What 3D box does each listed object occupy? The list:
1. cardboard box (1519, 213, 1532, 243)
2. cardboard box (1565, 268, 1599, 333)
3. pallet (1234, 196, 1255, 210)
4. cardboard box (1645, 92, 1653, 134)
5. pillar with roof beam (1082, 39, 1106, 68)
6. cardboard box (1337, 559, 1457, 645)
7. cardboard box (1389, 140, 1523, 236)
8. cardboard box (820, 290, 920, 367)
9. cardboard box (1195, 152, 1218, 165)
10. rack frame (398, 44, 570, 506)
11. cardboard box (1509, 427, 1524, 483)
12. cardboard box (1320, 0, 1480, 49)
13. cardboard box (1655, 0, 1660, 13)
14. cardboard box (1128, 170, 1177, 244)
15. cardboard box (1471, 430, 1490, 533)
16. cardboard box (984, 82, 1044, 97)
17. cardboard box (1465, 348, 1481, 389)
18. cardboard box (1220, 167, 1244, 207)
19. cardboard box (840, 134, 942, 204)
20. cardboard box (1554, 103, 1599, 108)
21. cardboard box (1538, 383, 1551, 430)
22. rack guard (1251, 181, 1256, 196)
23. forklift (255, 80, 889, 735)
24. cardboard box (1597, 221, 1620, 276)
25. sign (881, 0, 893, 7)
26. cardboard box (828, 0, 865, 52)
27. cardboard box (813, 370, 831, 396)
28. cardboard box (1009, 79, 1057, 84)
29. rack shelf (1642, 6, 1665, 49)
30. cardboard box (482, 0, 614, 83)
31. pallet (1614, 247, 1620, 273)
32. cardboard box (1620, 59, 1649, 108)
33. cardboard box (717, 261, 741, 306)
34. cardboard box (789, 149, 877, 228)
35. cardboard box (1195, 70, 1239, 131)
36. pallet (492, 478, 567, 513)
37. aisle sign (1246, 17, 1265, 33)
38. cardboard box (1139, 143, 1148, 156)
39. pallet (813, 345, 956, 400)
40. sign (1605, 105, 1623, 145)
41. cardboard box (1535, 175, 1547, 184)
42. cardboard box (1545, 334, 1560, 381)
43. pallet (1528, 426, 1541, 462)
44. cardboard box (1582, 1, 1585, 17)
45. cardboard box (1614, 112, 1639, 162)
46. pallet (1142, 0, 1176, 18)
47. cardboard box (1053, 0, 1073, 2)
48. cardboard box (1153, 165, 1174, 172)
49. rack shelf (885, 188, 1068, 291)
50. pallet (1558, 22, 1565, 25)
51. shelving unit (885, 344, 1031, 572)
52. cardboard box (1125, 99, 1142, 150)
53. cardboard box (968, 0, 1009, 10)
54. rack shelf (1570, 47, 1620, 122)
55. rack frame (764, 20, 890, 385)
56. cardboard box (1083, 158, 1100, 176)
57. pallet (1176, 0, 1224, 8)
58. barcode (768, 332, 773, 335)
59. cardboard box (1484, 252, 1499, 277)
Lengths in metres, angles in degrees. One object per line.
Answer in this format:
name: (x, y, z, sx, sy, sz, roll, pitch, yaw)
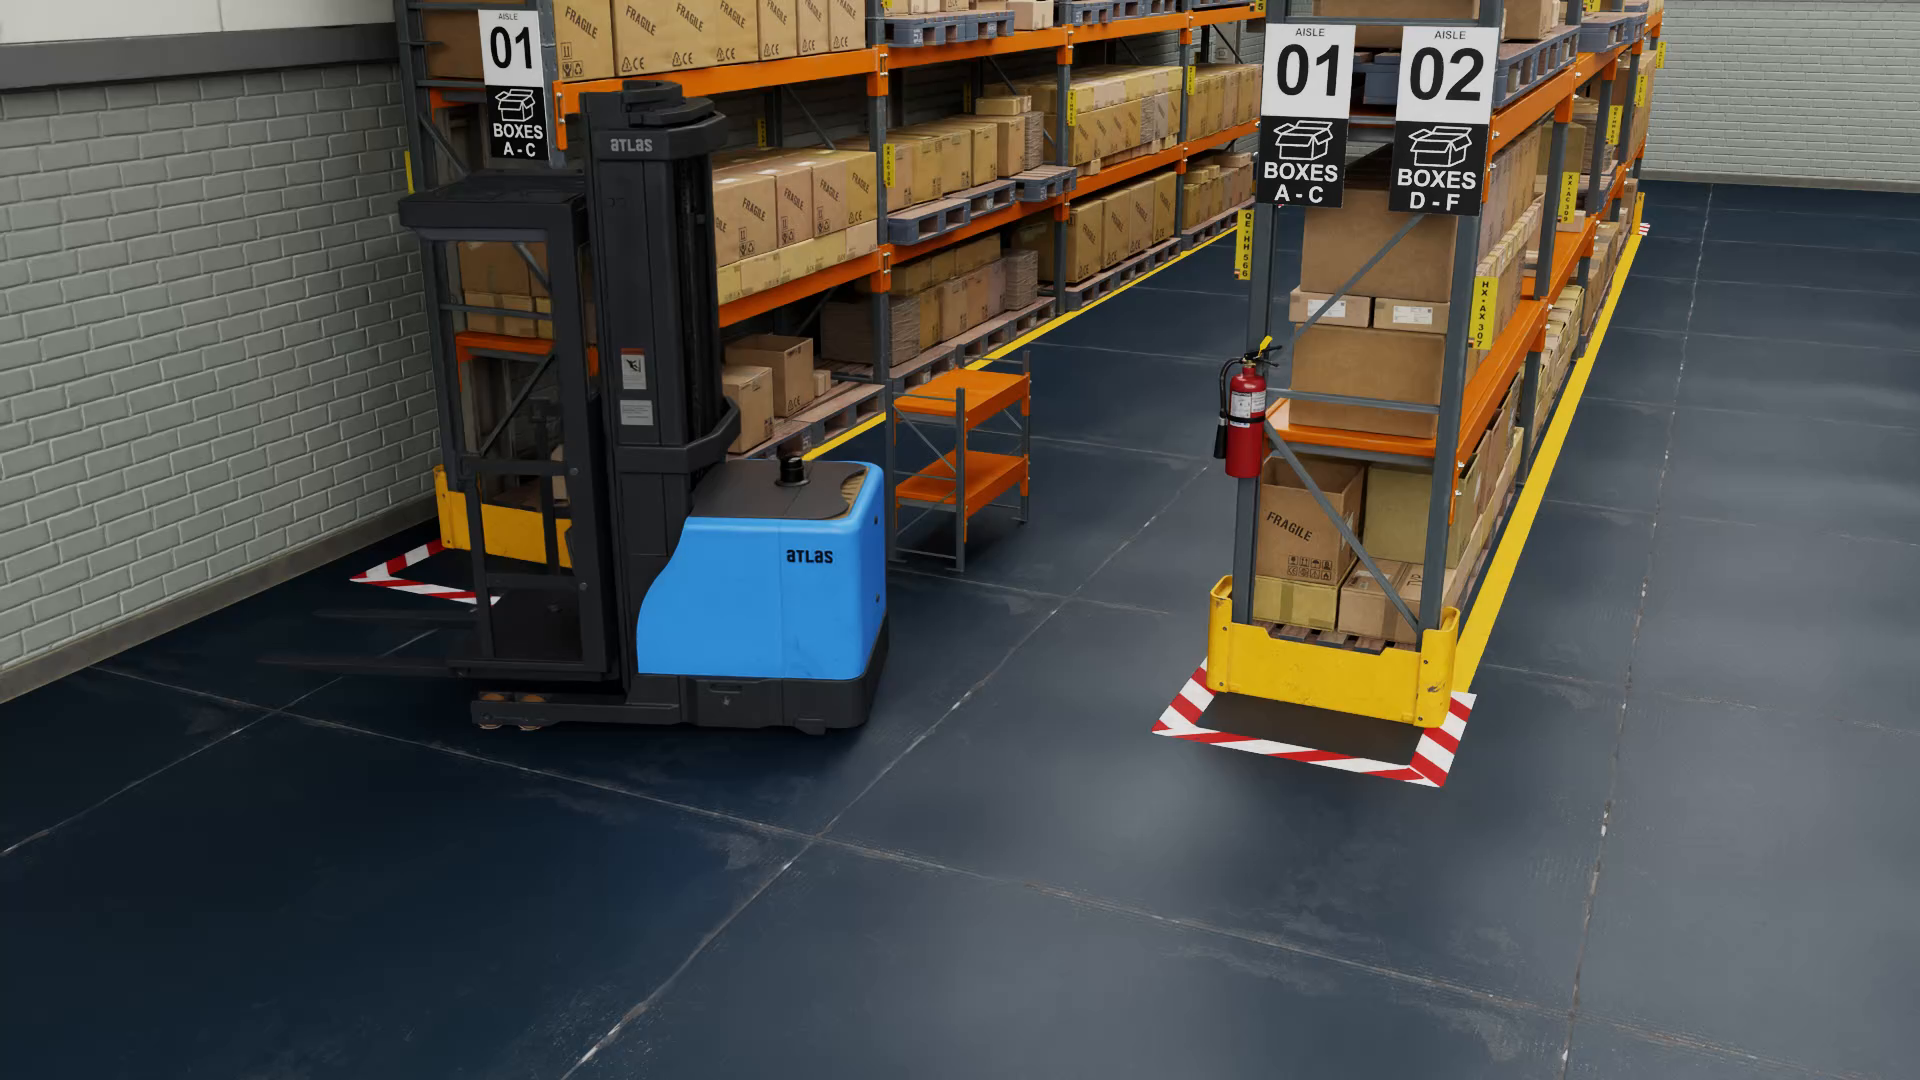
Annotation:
cardboard box: (3.349, -1.955, 10.371, 0.380, 0.149, 0.250, 8, 21, 21)
cardboard box: (5.558, -2.222, 15.315, 0.500, 0.500, 0.500, 10, 22, 25)
pallet: (3.610, -4.648, 23.224, 1.003, 0.211, 1.213, 9, 21, 23)
cardboard box: (8.452, -5.411, 21.059, 0.500, 0.500, 0.500, 9, 22, 24)
pillar with roof beam: (5.653, -7.563, 18.305, 9.100, 9.000, 0.400, 9, 21, 23)
cardboard box: (2.257, 0.317, 8.578, 0.500, 0.250, 0.500, 9, 21, 23)
cardboard box: (2.885, -2.084, 9.768, 0.700, 0.500, 0.500, 9, 21, 23)
cardboard box: (-0.762, -1.806, 14.143, 0.700, 0.500, 0.500, 9, 22, 25)
cardboard box: (3.332, -5.226, 22.822, 0.380, 0.149, 0.250, 9, 21, 23)
rack frame: (-2.686, -1.326, 9.721, 1.000, 3.000, 0.127, 9, 21, 23)
cardboard box: (3.482, -0.601, 11.158, 0.500, 0.250, 0.500, 9, 21, 23)
cardboard box: (2.074, -2.548, 7.691, 0.797, 0.503, 0.637, 10, 22, 26)
cardboard box: (8.009, -6.382, 19.685, 0.500, 0.250, 0.500, 9, 21, 23)
cardboard box: (2.080, -3.963, 19.716, 0.750, 0.750, 0.750, 9, 21, 23)
cardboard box: (2.653, -0.344, 9.318, 0.500, 0.500, 0.500, 9, 21, 23)
cardboard box: (0.539, -4.496, 16.891, 0.500, 0.250, 0.500, 9, 22, 24)
cardboard box: (2.457, -1.148, 9.070, 0.700, 0.500, 0.500, 9, 21, 23)
cardboard box: (3.466, -4.856, 22.752, 0.700, 0.500, 0.500, 8, 21, 23)
cardboard box: (-0.573, -3.124, 13.970, 0.700, 0.500, 0.500, 11, 22, 28)
cardboard box: (6.127, -4.228, 17.104, 0.700, 0.500, 0.500, 12, 23, 31)
cardboard box: (4.074, -1.018, 12.331, 0.500, 0.250, 0.500, 9, 22, 24)
rack guard: (3.876, -5.047, 23.913, 1.175, 0.500, 0.348, 9, 21, 23)
forklift: (-1.915, -0.647, 7.914, 3.031, 2.935, 1.130, 2, 20, 5)
cardboard box: (6.808, -3.155, 17.938, 0.500, 0.500, 0.500, 8, 21, 22)
sign: (-0.550, -4.133, 12.367, 0.100, 0.325, 0.005, 9, 21, 23)
cardboard box: (-1.030, -3.829, 12.105, 0.500, 0.500, 0.500, 9, 22, 24)
cardboard box: (-1.240, -1.253, 13.088, 0.380, 0.166, 0.250, 6, 20, 16)
cardboard box: (0.754, -4.654, 17.335, 0.500, 0.250, 0.500, 8, 21, 21)
rack shelf: (7.568, -6.001, 19.465, 1.077, 0.370, 4.000, 9, 21, 23)
cardboard box: (-2.321, -2.864, 9.389, 0.500, 0.500, 0.500, 9, 22, 24)
pallet: (7.031, -3.212, 19.185, 1.003, 0.211, 1.213, 9, 21, 23)
cardboard box: (7.620, -5.254, 19.125, 0.500, 0.500, 0.500, 8, 21, 21)
cardboard box: (-1.783, -1.686, 10.927, 0.500, 0.250, 0.500, 8, 21, 22)
cardboard box: (-0.960, -2.654, 12.529, 0.500, 0.500, 0.500, 8, 21, 23)
cardboard box: (3.058, -5.745, 21.700, 0.980, 0.700, 0.700, 7, 21, 20)
pallet: (-2.290, -0.279, 10.938, 1.003, 0.211, 1.213, 9, 21, 23)
aisle sign: (4.169, -7.423, 22.984, 0.394, 0.787, 0.004, 9, 21, 23)
cardboard box: (1.903, -4.435, 18.809, 0.380, 0.149, 0.250, 9, 21, 23)
pallet: (-0.731, -1.473, 14.296, 1.003, 0.211, 1.213, 9, 21, 23)
sign: (5.618, -3.563, 14.284, 0.100, 0.325, 0.005, 9, 21, 23)
cardboard box: (4.438, -2.625, 13.224, 0.500, 0.500, 0.500, 7, 21, 20)
cardboard box: (4.290, -1.440, 12.680, 0.500, 0.311, 0.500, 8, 21, 21)
pallet: (3.739, -0.787, 12.366, 1.003, 0.211, 1.213, 9, 21, 23)
cardboard box: (4.533, -4.151, 12.785, 0.500, 0.250, 0.500, 8, 21, 22)
cardboard box: (7.206, -4.481, 18.444, 0.500, 0.500, 0.500, 9, 22, 24)
pallet: (1.897, -6.030, 18.758, 0.805, 0.209, 1.217, 8, 21, 21)
cardboard box: (0.732, -5.592, 16.435, 0.700, 0.500, 0.500, 7, 21, 18)
cardboard box: (2.708, -4.759, 21.511, 0.380, 0.149, 0.250, 8, 21, 21)
rack shelf: (-0.229, -2.821, 14.999, 1.077, 0.370, 4.000, 9, 21, 23)
pallet: (3.822, -3.465, 11.543, 0.805, 0.209, 1.217, 8, 21, 21)
shelving unit: (0.003, -0.532, 10.286, 0.538, 1.125, 1.048, 9, 21, 23)
cardboard box: (1.656, -4.552, 18.169, 0.500, 0.500, 0.500, 9, 22, 24)
cardboard box: (-0.026, -4.859, 14.995, 0.797, 0.503, 0.637, 12, 23, 30)
rack shelf: (4.292, -3.556, 12.588, 1.077, 0.370, 4.000, 9, 21, 23)
rack frame: (-1.048, -2.549, 13.159, 1.000, 3.000, 0.127, 9, 21, 23)
cardboard box: (1.233, -3.877, 17.239, 0.380, 0.149, 0.250, 9, 22, 24)
pallet: (2.572, -6.614, 20.247, 1.003, 0.211, 1.213, 9, 21, 23)
barcode: (-1.488, -1.597, 13.079, 0.001, 0.075, 0.075, 9, 21, 23)
cardboard box: (2.717, -1.485, 9.049, 0.380, 0.149, 0.250, 8, 21, 22)
